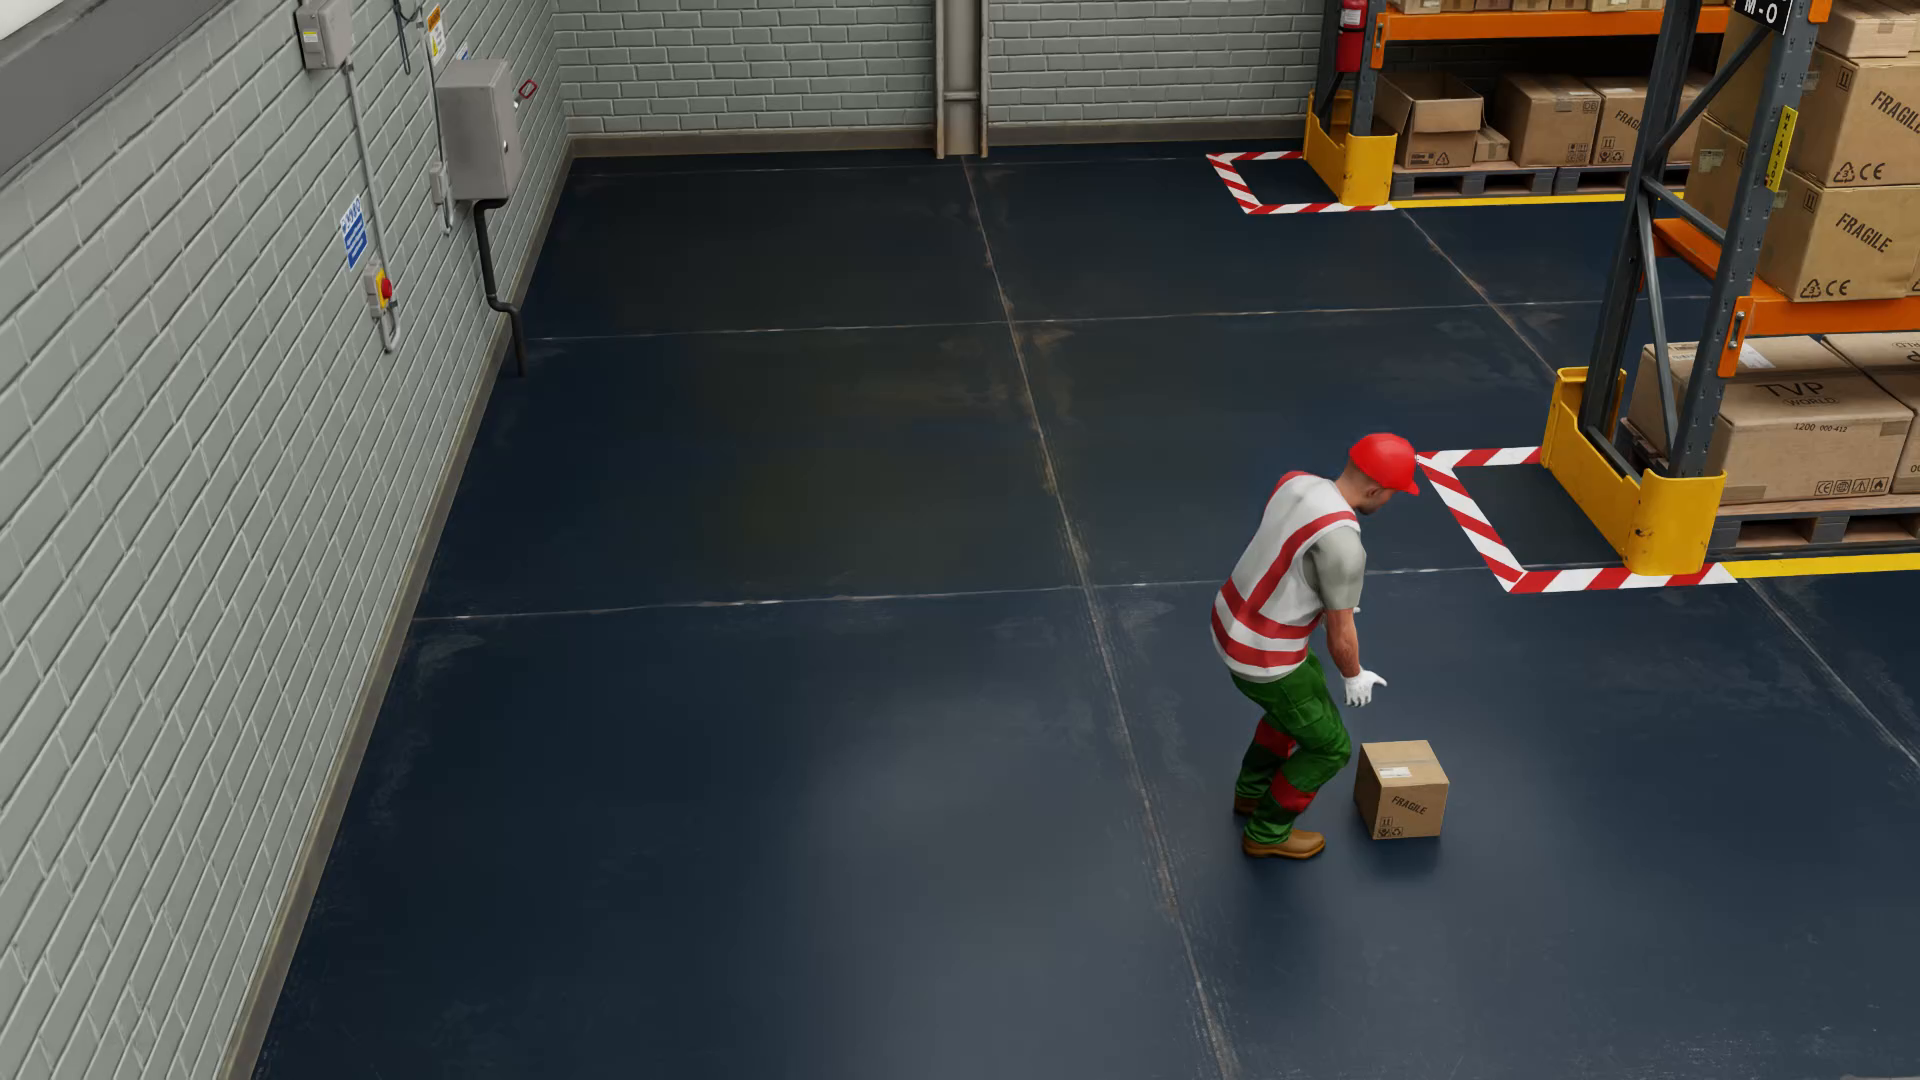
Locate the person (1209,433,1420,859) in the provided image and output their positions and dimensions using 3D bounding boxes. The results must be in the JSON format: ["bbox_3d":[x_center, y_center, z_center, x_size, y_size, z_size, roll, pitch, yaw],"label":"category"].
[{"bbox_3d":[1.184,0.349,5.730,0.647,1.580,0.575,-2,31,-4],"label":"person"}]
